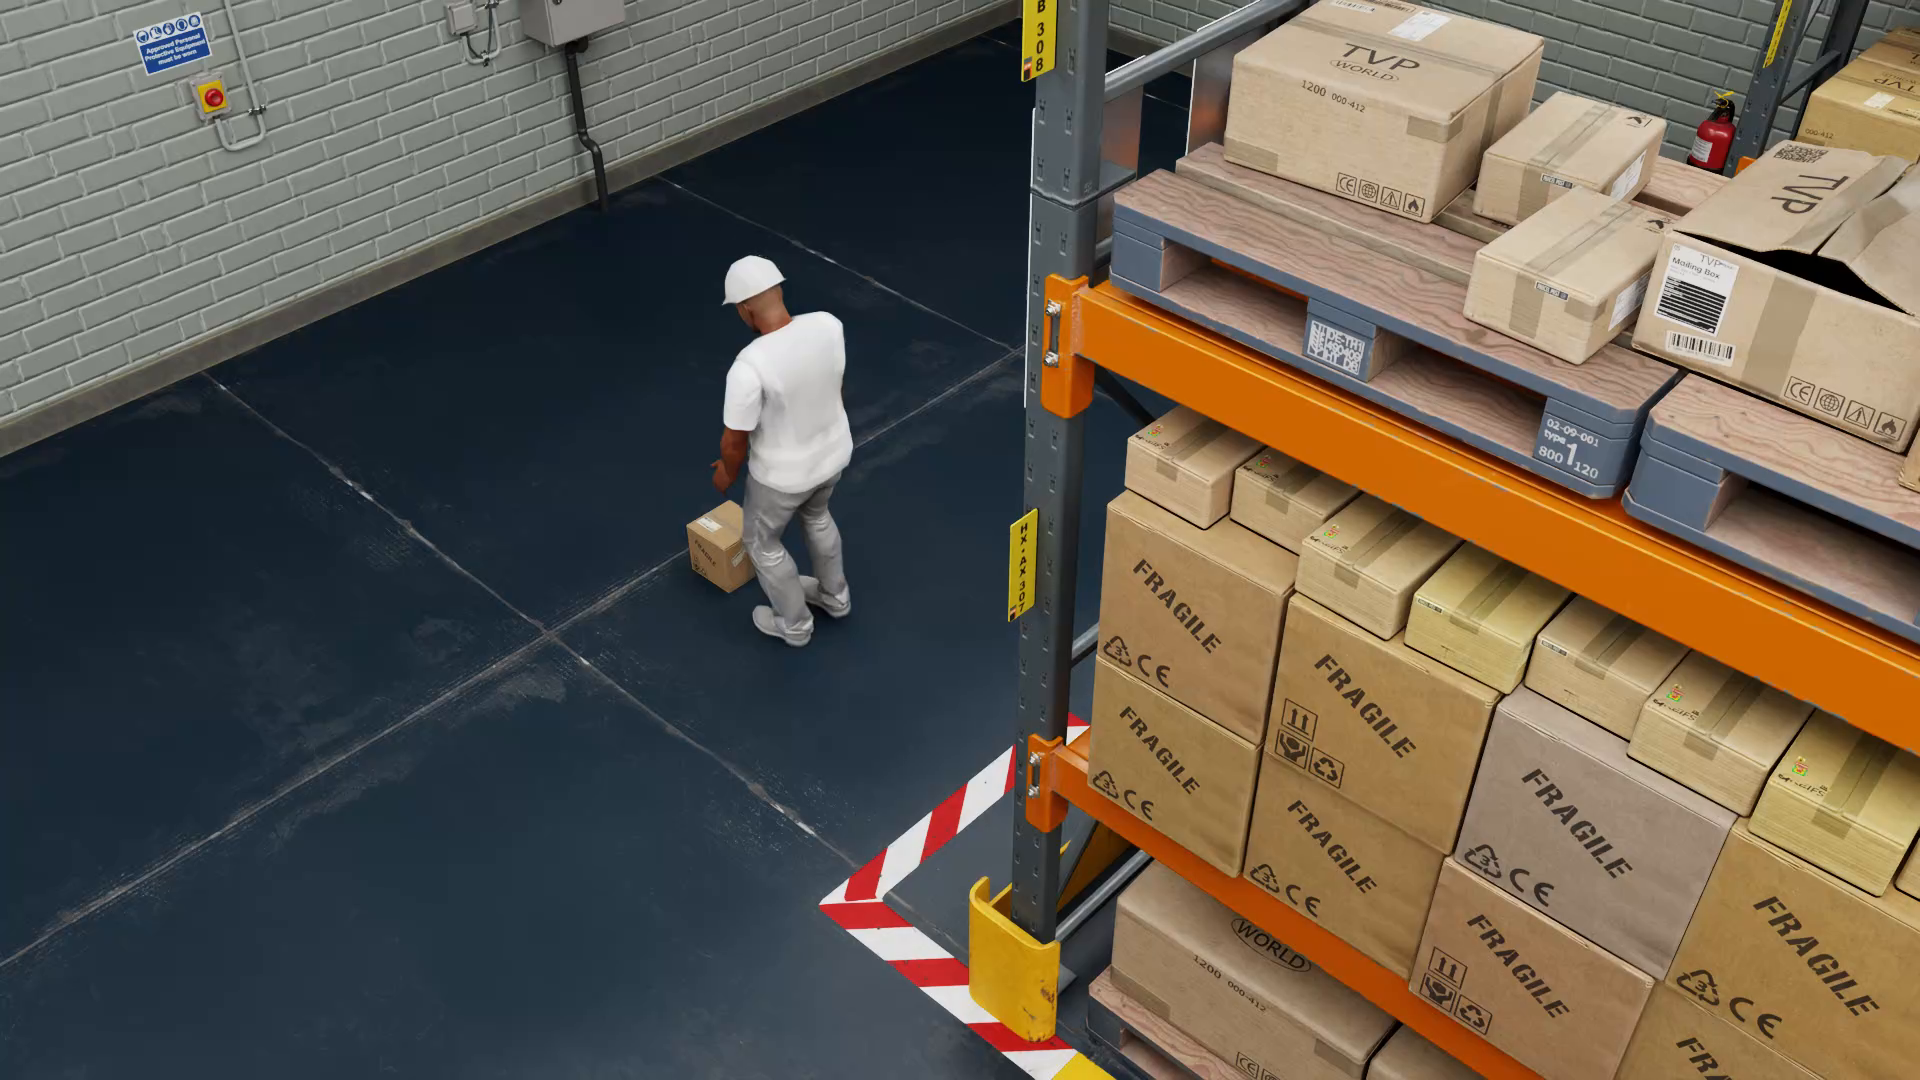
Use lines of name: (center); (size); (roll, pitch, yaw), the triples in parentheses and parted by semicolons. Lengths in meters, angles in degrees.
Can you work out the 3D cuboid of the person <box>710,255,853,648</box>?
person: (-0.694, -0.326, 6.580); (0.453, 1.716, 0.591); (31, 48, 33)
